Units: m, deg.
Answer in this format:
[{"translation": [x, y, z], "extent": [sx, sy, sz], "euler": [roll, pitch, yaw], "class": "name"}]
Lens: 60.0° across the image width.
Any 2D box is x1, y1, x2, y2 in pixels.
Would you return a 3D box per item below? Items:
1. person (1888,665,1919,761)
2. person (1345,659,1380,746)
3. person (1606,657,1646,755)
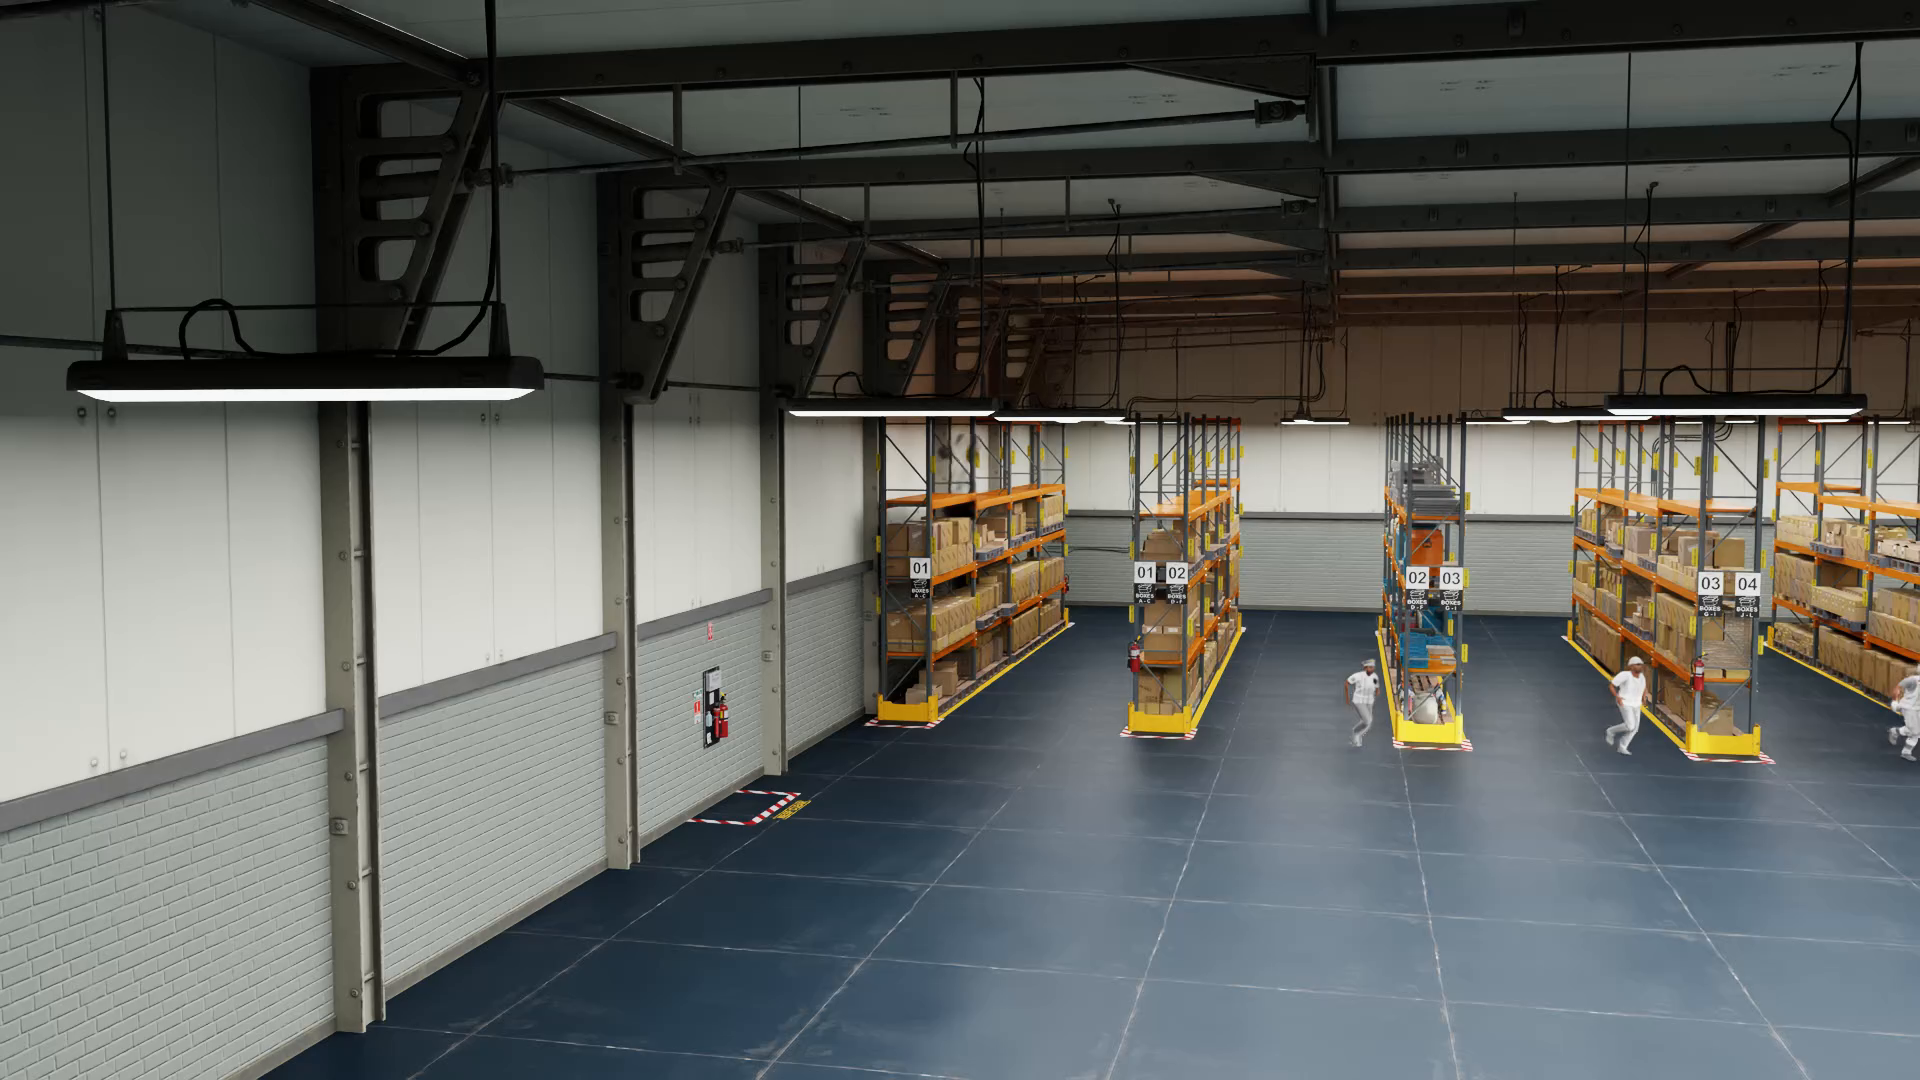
[{"translation": [16.440, 2.942, 28.727], "extent": [0.653, 1.711, 0.767], "euler": [-2, 4, -25], "class": "person"}, {"translation": [7.174, 2.890, 29.522], "extent": [0.527, 1.602, 0.746], "euler": [-2, 4, -26], "class": "person"}, {"translation": [11.780, 2.900, 29.285], "extent": [0.698, 1.718, 0.600], "euler": [-2, 4, -23], "class": "person"}]
